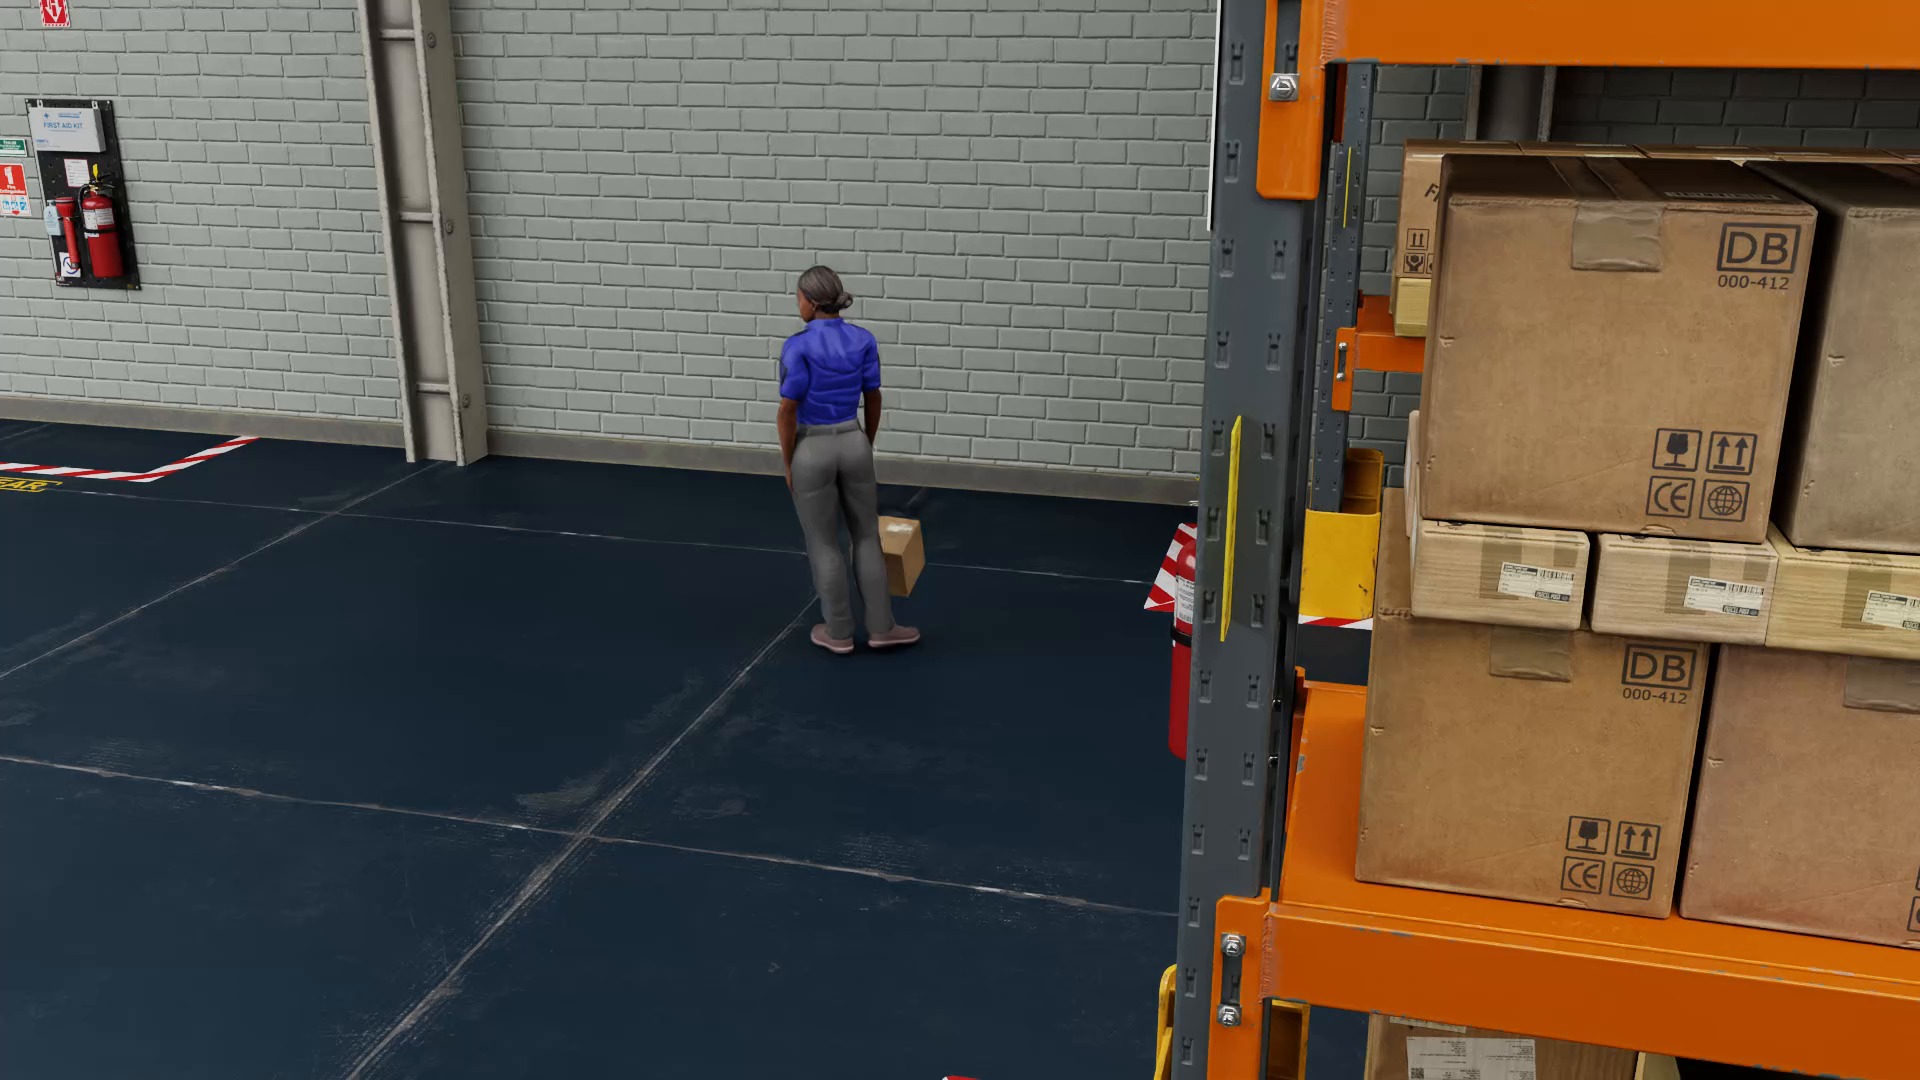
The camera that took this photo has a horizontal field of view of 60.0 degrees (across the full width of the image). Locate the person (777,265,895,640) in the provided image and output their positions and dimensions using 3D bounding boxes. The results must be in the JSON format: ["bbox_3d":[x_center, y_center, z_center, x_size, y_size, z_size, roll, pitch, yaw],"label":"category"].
[{"bbox_3d":[-0.541,-0.360,6.987,0.481,1.589,0.391,-9,20,-24],"label":"person"}]
